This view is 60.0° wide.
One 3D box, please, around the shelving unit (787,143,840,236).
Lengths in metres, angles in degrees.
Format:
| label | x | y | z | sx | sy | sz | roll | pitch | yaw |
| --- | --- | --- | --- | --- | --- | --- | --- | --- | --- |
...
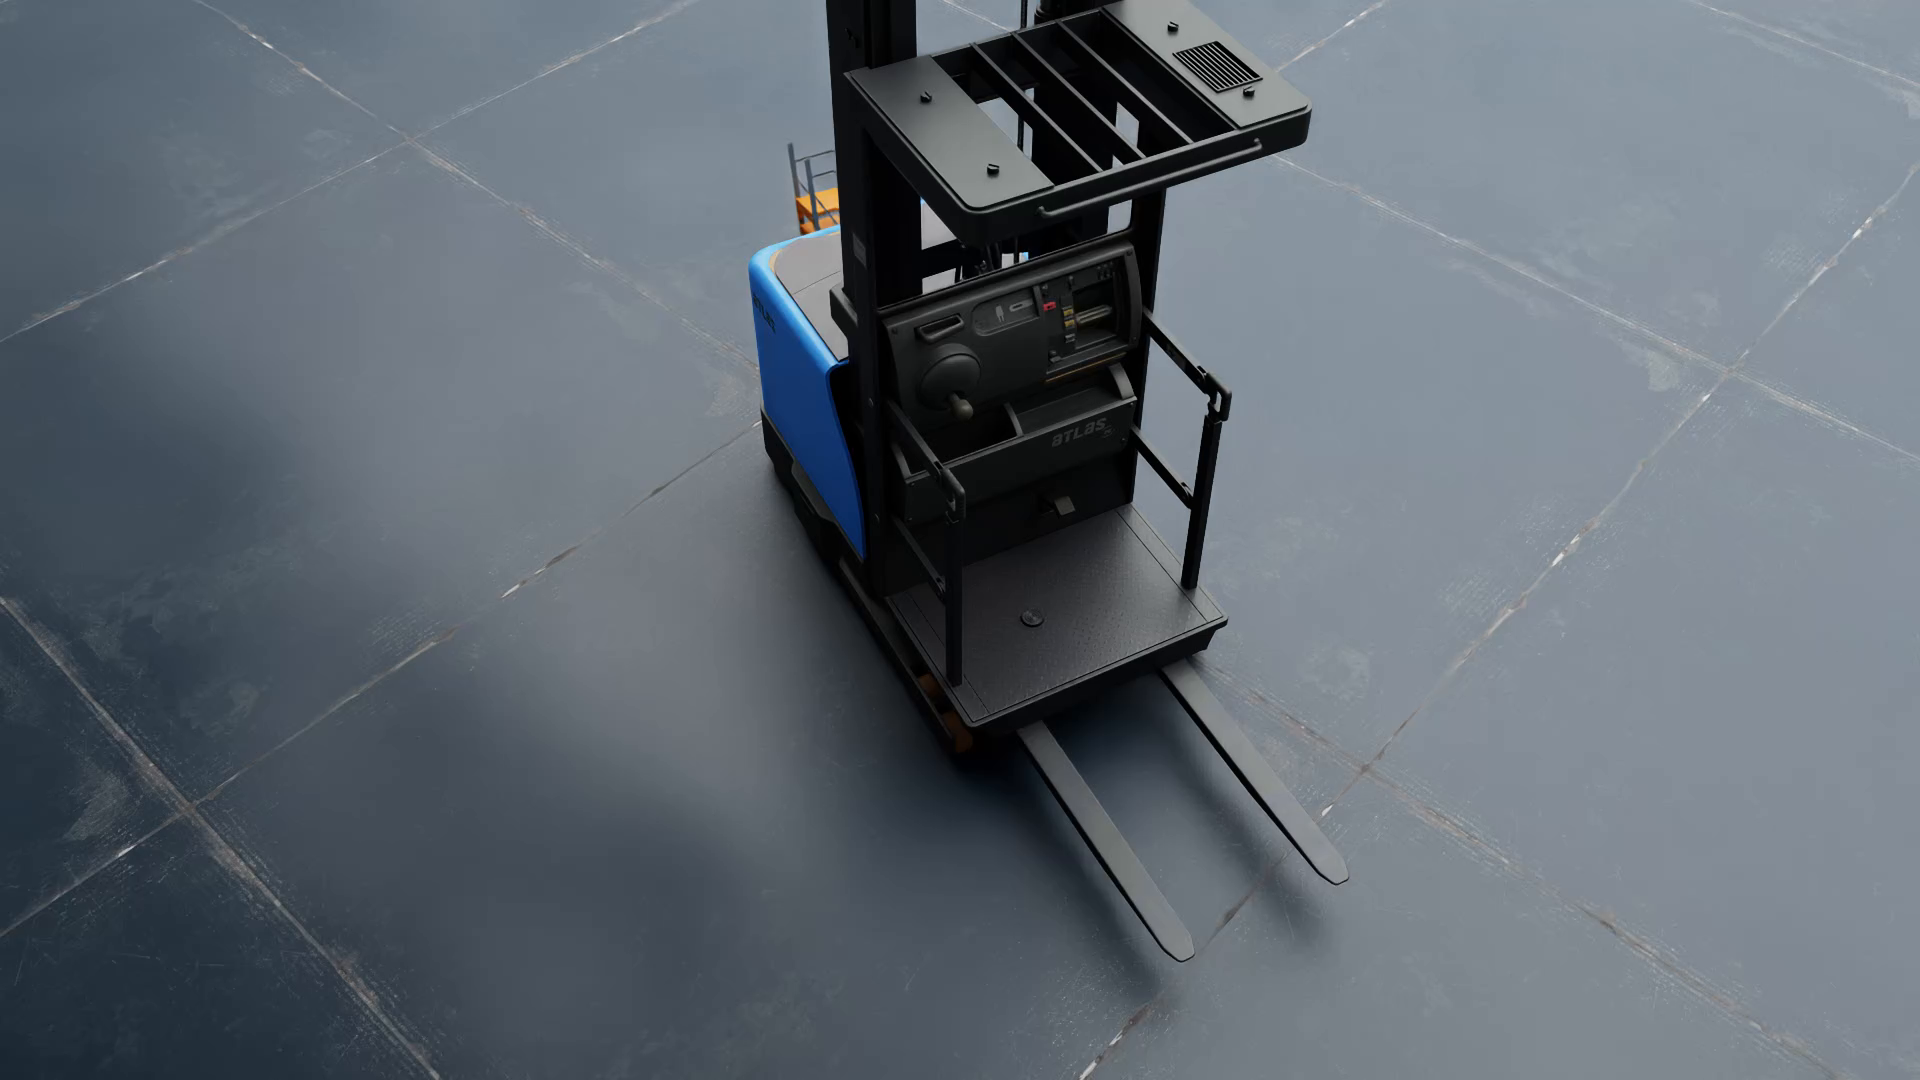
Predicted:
| label | x | y | z | sx | sy | sz | roll | pitch | yaw |
| --- | --- | --- | --- | --- | --- | --- | --- | --- | --- |
| shelving unit | -0.503 | -1.124 | 7.080 | 0.258 | 1.200 | 0.189 | -20 | 40 | -18 |

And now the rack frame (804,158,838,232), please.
| label | x | y | z | sx | sy | sz | roll | pitch | yaw |
| --- | --- | --- | --- | --- | --- | --- | --- | --- | --- |
| rack frame | -0.462 | -1.077 | 7.013 | 0.240 | 1.200 | 0.006 | -20 | 40 | -18 |

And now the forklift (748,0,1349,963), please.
| label | x | y | z | sx | sy | sz | roll | pitch | yaw |
| --- | --- | --- | --- | --- | --- | --- | --- | --- | --- |
| forklift | 0.293 | -0.596 | 5.408 | 1.130 | 2.935 | 3.031 | -21 | 50 | -19 |

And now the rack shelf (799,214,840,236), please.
| label | x | y | z | sx | sy | sz | roll | pitch | yaw |
| --- | --- | --- | --- | --- | --- | --- | --- | --- | --- |
| rack shelf | -0.519 | -1.279 | 6.961 | 0.258 | 0.103 | 0.180 | -20 | 40 | -18 |

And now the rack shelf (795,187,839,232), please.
| label | x | y | z | sx | sy | sz | roll | pitch | yaw |
| --- | --- | --- | --- | --- | --- | --- | --- | --- | --- |
| rack shelf | -0.529 | -1.374 | 6.889 | 0.258 | 0.103 | 0.180 | -20 | 40 | -18 |

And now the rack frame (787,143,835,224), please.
| label | x | y | z | sx | sy | sz | roll | pitch | yaw |
| --- | --- | --- | --- | --- | --- | --- | --- | --- | --- |
| rack frame | -0.543 | -1.171 | 7.147 | 0.240 | 1.200 | 0.006 | -20 | 40 | -18 |
